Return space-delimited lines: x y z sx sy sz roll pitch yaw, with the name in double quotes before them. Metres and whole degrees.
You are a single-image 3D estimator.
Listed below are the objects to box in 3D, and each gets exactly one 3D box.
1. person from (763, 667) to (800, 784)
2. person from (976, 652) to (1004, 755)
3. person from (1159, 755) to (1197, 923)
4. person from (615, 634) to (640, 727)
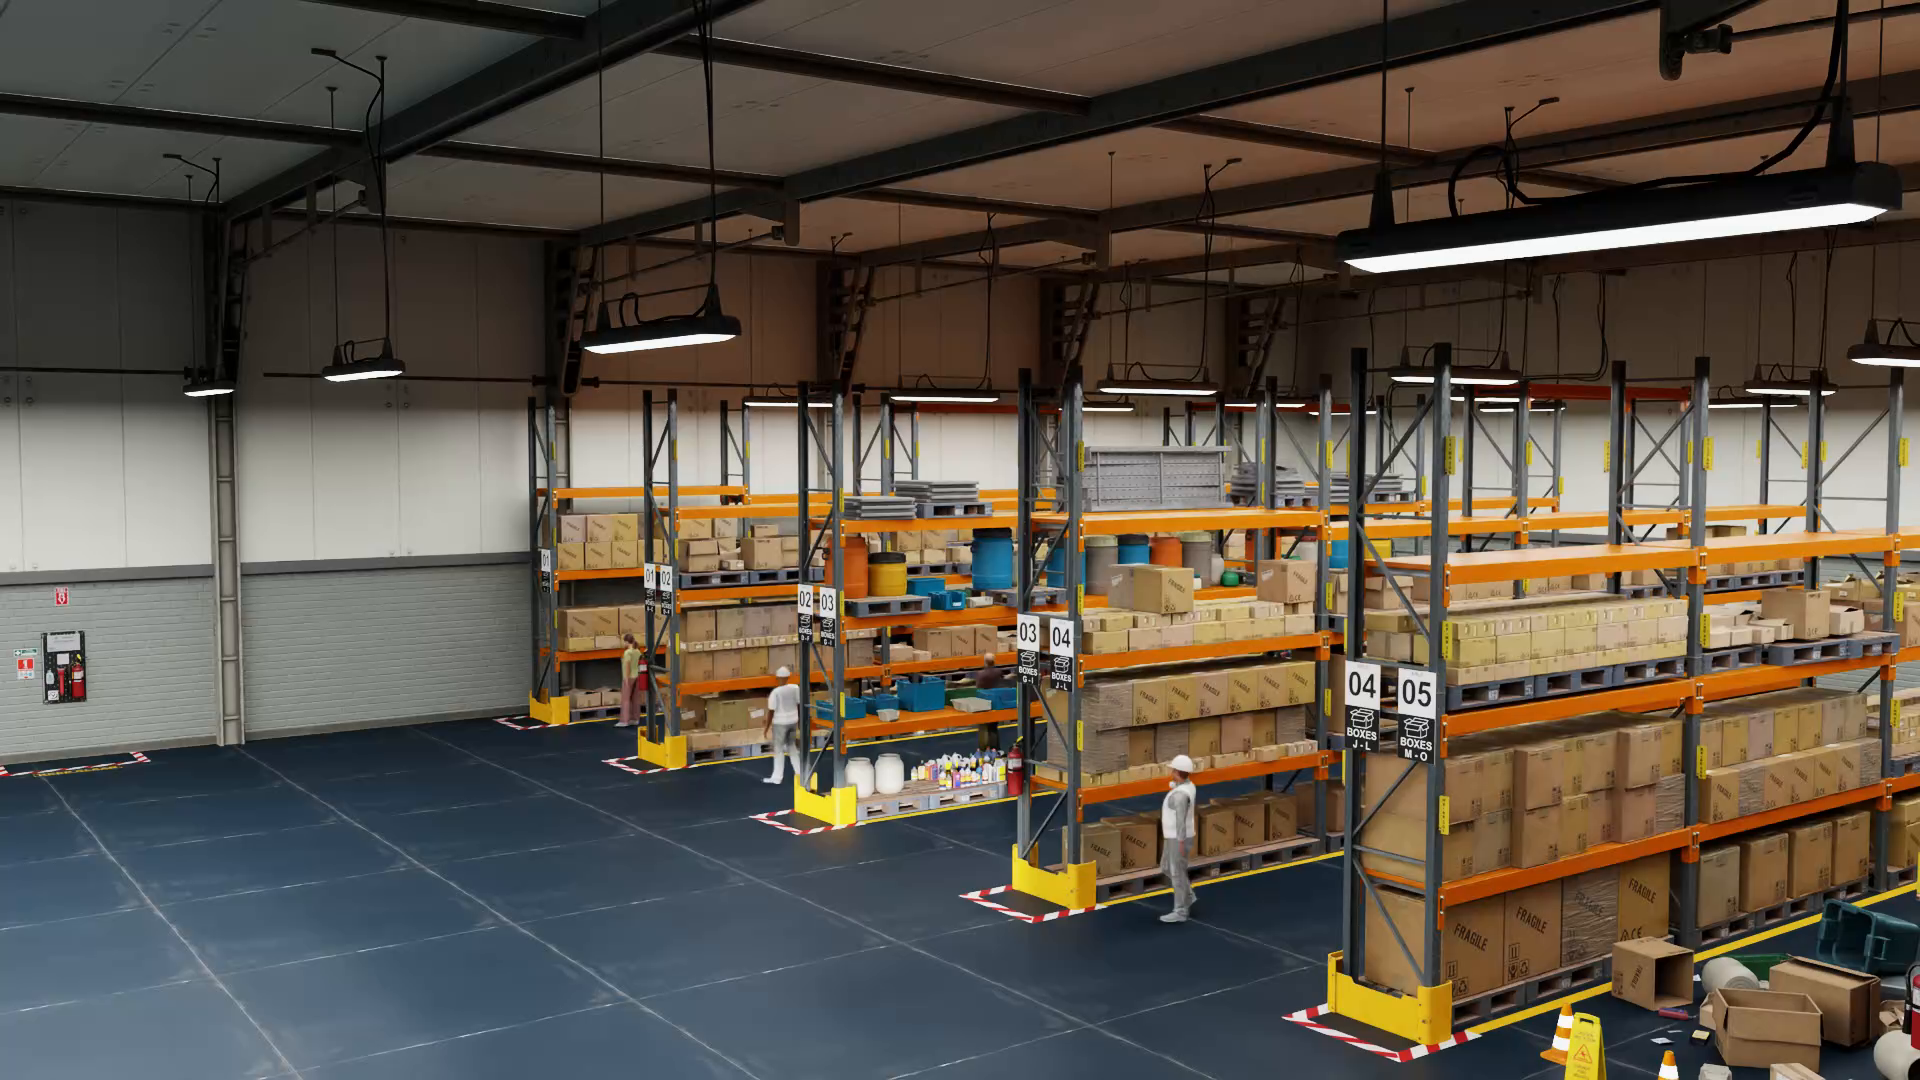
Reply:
"person" -2.660 2.787 25.163 0.479 1.766 0.669 3 4 40
"person" 0.424 2.689 26.691 0.399 1.787 0.612 2 4 35
"person" 2.370 3.209 17.977 0.414 1.790 0.576 0 3 7
"person" -6.035 2.545 30.203 0.402 1.662 0.534 1 4 24
